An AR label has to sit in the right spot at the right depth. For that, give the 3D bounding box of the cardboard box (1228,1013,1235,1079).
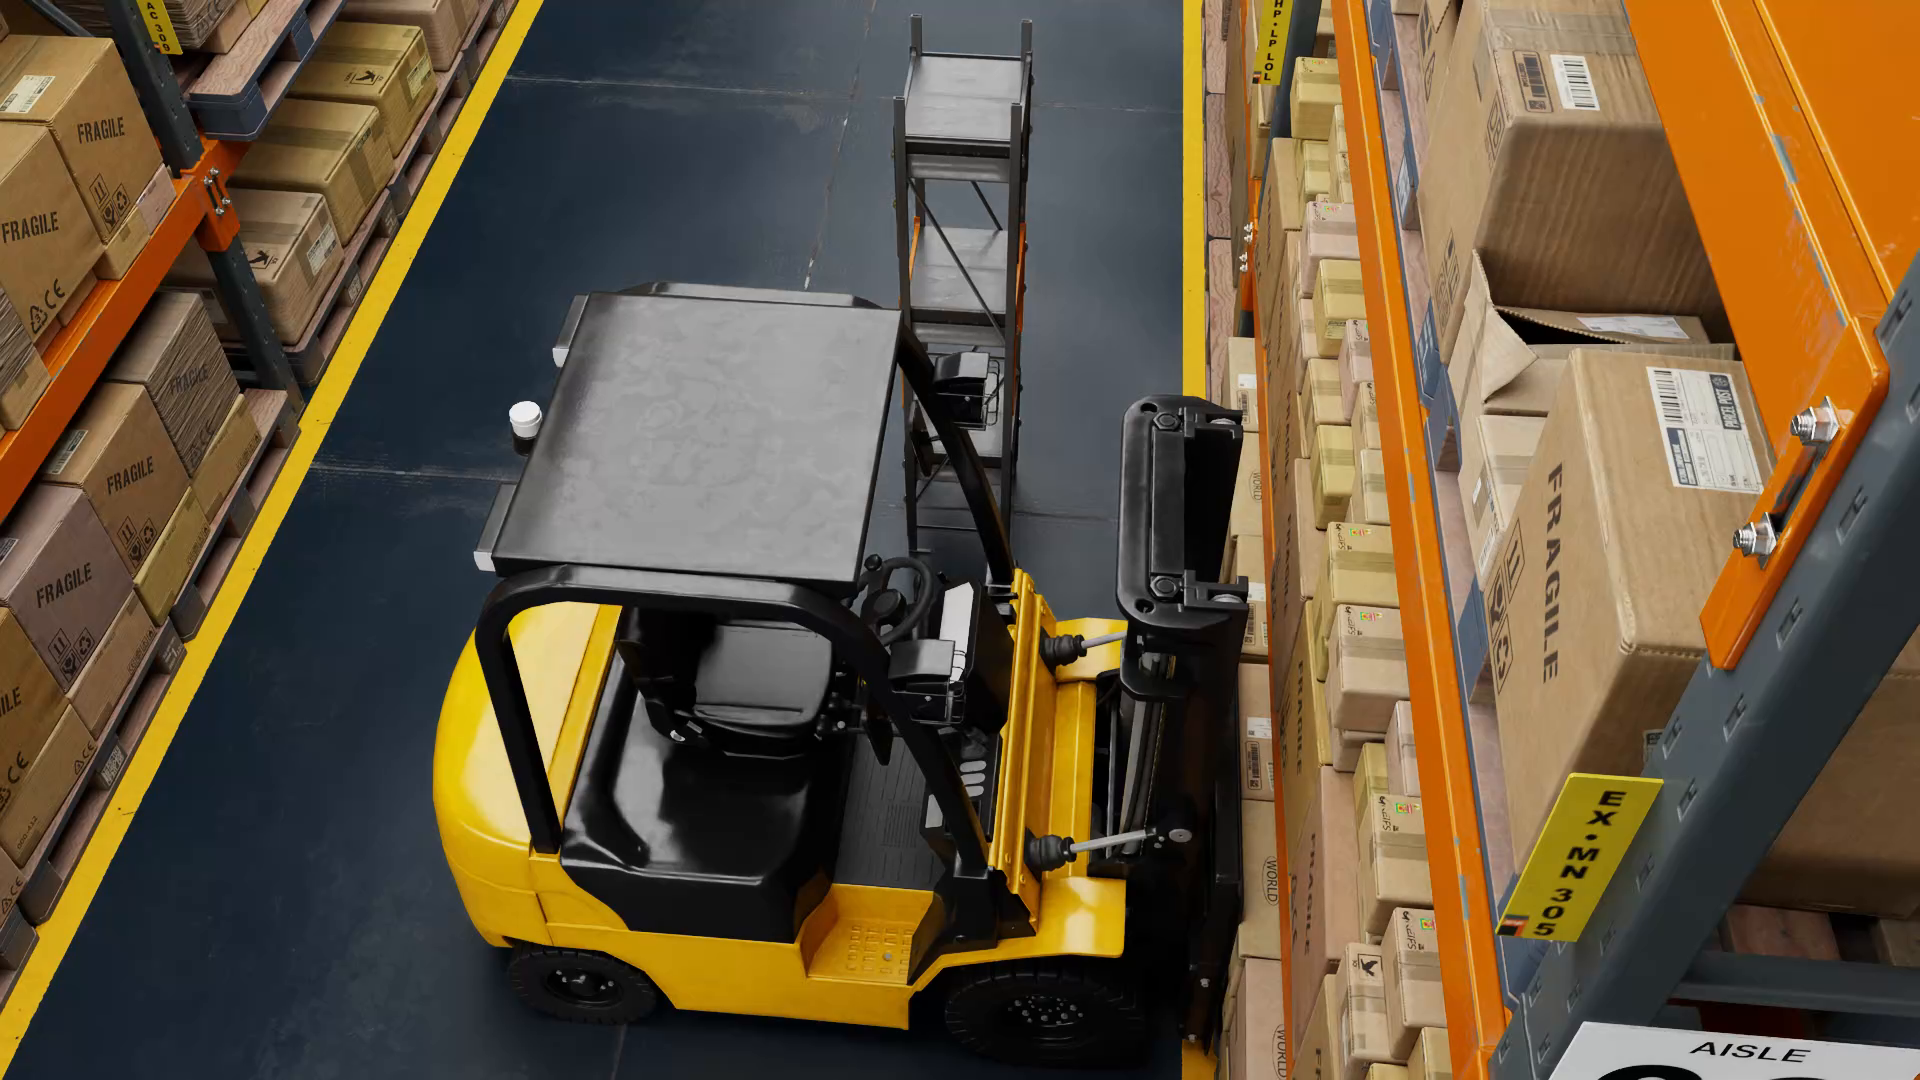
[{"bbox_3d":[1.002,1.555,4.535,0.500,0.250,0.500,3,48,3],"label":"cardboard box"}]

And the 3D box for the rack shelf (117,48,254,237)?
[{"bbox_3d":[-3.184,-2.814,7.778,1.077,0.370,4.000,4,48,4],"label":"rack shelf"}]

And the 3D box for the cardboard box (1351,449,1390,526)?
[{"bbox_3d":[1.169,-0.074,4.076,0.380,0.149,0.250,4,48,4],"label":"cardboard box"}]

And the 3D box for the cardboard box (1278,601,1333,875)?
[{"bbox_3d":[1.099,0.513,4.180,0.500,0.500,0.500,3,48,3],"label":"cardboard box"}]

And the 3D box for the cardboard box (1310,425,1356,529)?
[{"bbox_3d":[1.125,-0.157,4.353,0.380,0.149,0.250,3,48,3],"label":"cardboard box"}]

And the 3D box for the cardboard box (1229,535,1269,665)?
[{"bbox_3d":[1.130,0.269,5.372,0.500,0.250,0.500,5,48,5],"label":"cardboard box"}]

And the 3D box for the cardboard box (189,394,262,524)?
[{"bbox_3d":[-3.153,-0.348,6.614,0.500,0.250,0.500,6,48,5],"label":"cardboard box"}]

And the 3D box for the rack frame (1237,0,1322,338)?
[{"bbox_3d":[1.577,-1.256,5.866,1.000,3.000,0.127,4,48,4],"label":"rack frame"}]

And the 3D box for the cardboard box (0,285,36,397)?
[{"bbox_3d":[-3.242,-0.617,5.012,0.500,0.500,0.500,5,48,5],"label":"cardboard box"}]

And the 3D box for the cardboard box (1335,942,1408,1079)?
[{"bbox_3d":[0.959,0.968,3.325,0.380,0.149,0.250,5,48,4],"label":"cardboard box"}]

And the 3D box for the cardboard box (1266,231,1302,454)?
[{"bbox_3d":[1.246,-0.597,5.195,0.500,0.500,0.500,5,48,4],"label":"cardboard box"}]

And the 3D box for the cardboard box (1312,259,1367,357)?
[{"bbox_3d":[1.182,-0.633,4.588,0.380,0.149,0.250,3,48,3],"label":"cardboard box"}]

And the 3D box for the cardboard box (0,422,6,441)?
[{"bbox_3d":[-3.234,-0.312,5.173,0.380,0.149,0.250,3,48,3],"label":"cardboard box"}]

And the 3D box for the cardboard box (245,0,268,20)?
[{"bbox_3d":[-2.970,-2.211,6.626,0.380,0.149,0.250,5,48,4],"label":"cardboard box"}]

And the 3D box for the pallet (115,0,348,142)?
[{"bbox_3d":[-3.152,-2.074,6.744,1.003,0.211,1.213,4,48,4],"label":"pallet"}]

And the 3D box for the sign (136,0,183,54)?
[{"bbox_3d":[-2.825,-1.848,5.821,0.100,0.325,0.005,4,48,4],"label":"sign"}]

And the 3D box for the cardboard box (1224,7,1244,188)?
[{"bbox_3d":[1.758,-2.102,7.965,0.875,0.625,0.625,2,48,2],"label":"cardboard box"}]

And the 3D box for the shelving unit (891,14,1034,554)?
[{"bbox_3d":[0.015,-0.830,6.086,0.431,2.100,0.503,4,48,4],"label":"shelving unit"}]

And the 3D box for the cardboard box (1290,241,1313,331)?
[{"bbox_3d":[1.172,-0.732,4.879,0.380,0.149,0.250,5,48,4],"label":"cardboard box"}]

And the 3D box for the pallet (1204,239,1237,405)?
[{"bbox_3d":[1.605,-0.859,7.392,1.003,0.211,1.213,4,48,4],"label":"pallet"}]

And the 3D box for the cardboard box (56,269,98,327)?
[{"bbox_3d":[-3.209,-0.875,5.688,0.380,0.149,0.250,4,48,4],"label":"cardboard box"}]

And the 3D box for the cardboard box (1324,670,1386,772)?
[{"bbox_3d":[1.055,0.400,3.844,0.380,0.149,0.250,2,48,2],"label":"cardboard box"}]

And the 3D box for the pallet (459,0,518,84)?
[{"bbox_3d":[-3.074,-3.011,9.361,1.003,0.211,1.213,4,48,4],"label":"pallet"}]

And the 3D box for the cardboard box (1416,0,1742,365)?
[{"bbox_3d":[1.203,-0.625,2.836,0.700,0.500,0.500,4,48,4],"label":"cardboard box"}]

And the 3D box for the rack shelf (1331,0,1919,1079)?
[{"bbox_3d":[1.395,-0.622,3.608,0.919,0.124,3.809,4,48,4],"label":"rack shelf"}]

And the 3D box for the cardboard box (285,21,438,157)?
[{"bbox_3d":[-3.197,-2.267,8.287,0.950,0.372,0.625,5,48,5],"label":"cardboard box"}]

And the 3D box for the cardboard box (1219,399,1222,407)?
[{"bbox_3d":[1.226,-0.303,6.235,0.500,0.250,0.500,4,48,3],"label":"cardboard box"}]

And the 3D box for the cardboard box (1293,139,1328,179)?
[{"bbox_3d":[1.286,-1.292,5.391,0.380,0.149,0.250,3,48,3],"label":"cardboard box"}]

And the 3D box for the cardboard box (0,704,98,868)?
[{"bbox_3d":[-3.291,0.788,5.575,0.500,0.250,0.500,7,48,6],"label":"cardboard box"}]

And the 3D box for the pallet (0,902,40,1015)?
[{"bbox_3d":[-3.615,1.643,5.104,1.003,0.211,1.213,4,48,4],"label":"pallet"}]

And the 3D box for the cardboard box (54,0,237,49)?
[{"bbox_3d":[-3.038,-2.188,6.164,0.500,0.500,0.500,5,48,4],"label":"cardboard box"}]

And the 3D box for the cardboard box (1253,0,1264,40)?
[{"bbox_3d":[1.407,-2.130,6.428,0.500,0.250,0.500,3,48,3],"label":"cardboard box"}]

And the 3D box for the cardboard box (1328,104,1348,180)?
[{"bbox_3d":[1.336,-1.195,5.101,0.380,0.149,0.250,5,48,4],"label":"cardboard box"}]

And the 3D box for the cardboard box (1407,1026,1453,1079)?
[{"bbox_3d":[1.035,1.053,3.045,0.380,0.149,0.250,4,48,4],"label":"cardboard box"}]

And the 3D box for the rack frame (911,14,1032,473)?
[{"bbox_3d":[0.037,-1.010,6.250,0.400,2.100,0.015,4,48,4],"label":"rack frame"}]

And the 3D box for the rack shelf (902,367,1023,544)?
[{"bbox_3d":[0.015,-0.349,6.613,0.431,0.518,0.480,4,48,4],"label":"rack shelf"}]

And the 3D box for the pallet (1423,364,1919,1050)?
[{"bbox_3d":[1.303,0.183,2.577,1.003,0.211,1.213,4,48,4],"label":"pallet"}]

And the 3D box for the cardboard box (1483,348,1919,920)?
[{"bbox_3d":[1.010,0.120,2.154,0.500,0.500,0.500,5,48,5],"label":"cardboard box"}]

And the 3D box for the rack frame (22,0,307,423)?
[{"bbox_3d":[-3.366,-1.587,6.168,1.000,3.000,0.127,4,48,4],"label":"rack frame"}]

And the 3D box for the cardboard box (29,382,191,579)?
[{"bbox_3d":[-3.198,-0.227,5.995,0.500,0.500,0.500,5,48,4],"label":"cardboard box"}]

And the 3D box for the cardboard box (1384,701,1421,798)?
[{"bbox_3d":[1.120,0.498,3.553,0.380,0.149,0.250,4,48,4],"label":"cardboard box"}]

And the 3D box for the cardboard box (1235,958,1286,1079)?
[{"bbox_3d":[0.985,1.398,4.340,0.500,0.250,0.500,5,48,4],"label":"cardboard box"}]
